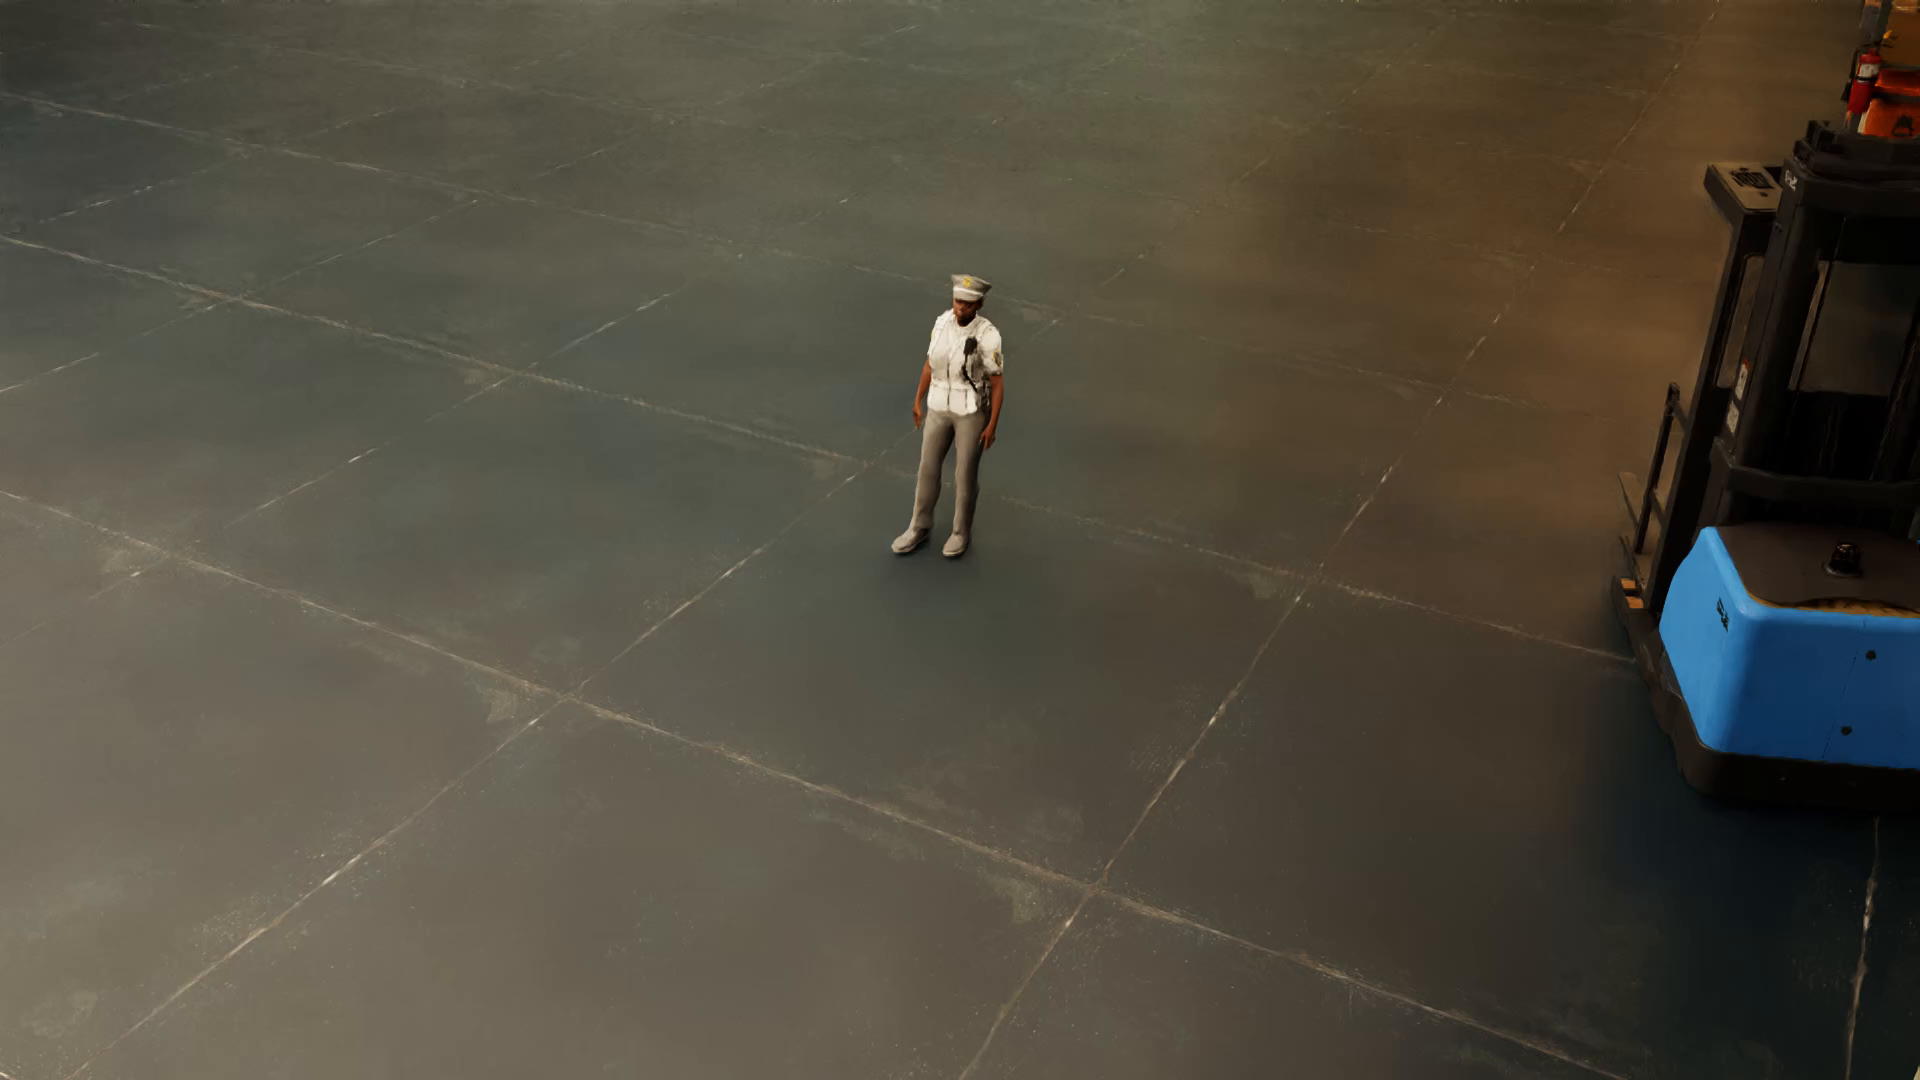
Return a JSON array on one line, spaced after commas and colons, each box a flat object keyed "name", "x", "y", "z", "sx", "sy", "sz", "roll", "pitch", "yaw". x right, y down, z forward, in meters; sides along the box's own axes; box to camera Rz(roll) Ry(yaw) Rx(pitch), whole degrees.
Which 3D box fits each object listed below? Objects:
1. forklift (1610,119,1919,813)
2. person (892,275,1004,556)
[{"name": "forklift", "x": 4.182, "y": -0.728, "z": 8.331, "sx": 1.130, "sy": 2.935, "sz": 3.031, "roll": 4, "pitch": 30, "yaw": 8}, {"name": "person", "x": -0.053, "y": -0.713, "z": 9.527, "sx": 0.570, "sy": 1.695, "sz": 0.529, "roll": 15, "pitch": 33, "yaw": 25}]
